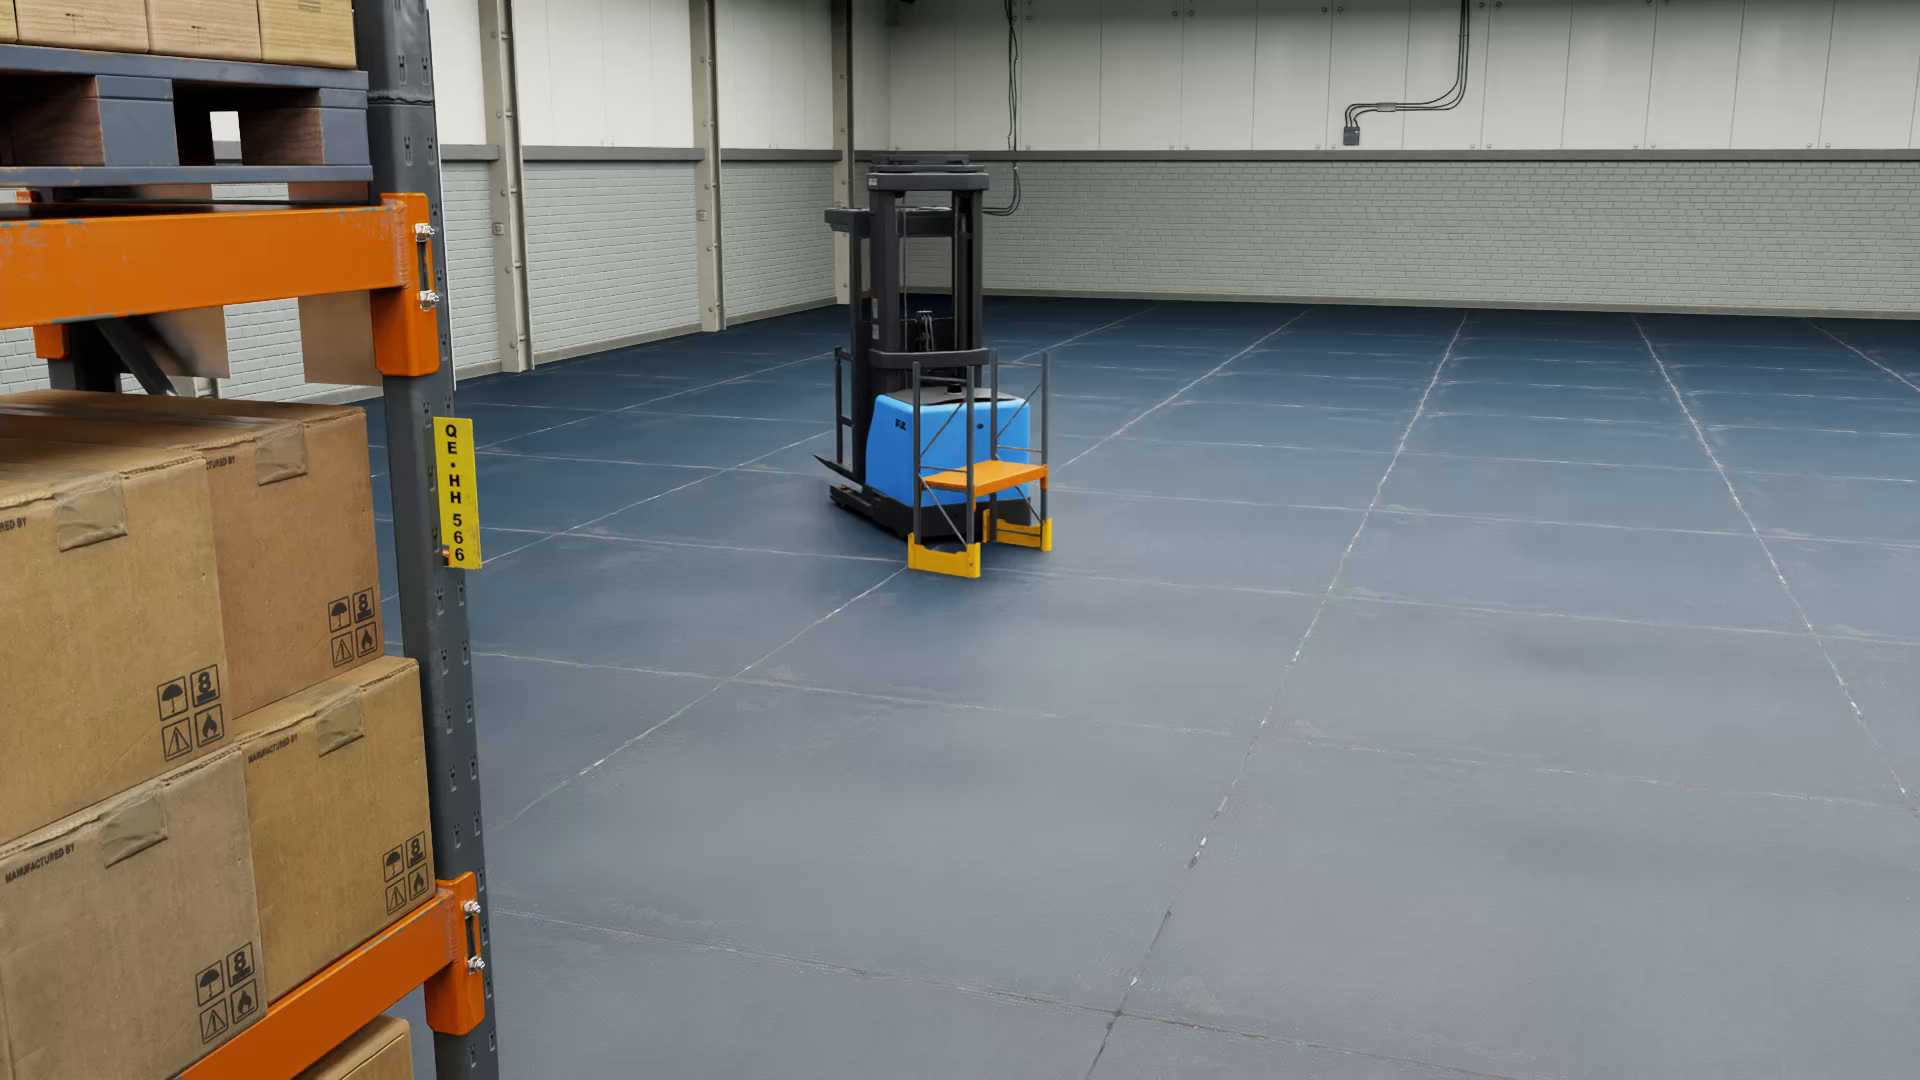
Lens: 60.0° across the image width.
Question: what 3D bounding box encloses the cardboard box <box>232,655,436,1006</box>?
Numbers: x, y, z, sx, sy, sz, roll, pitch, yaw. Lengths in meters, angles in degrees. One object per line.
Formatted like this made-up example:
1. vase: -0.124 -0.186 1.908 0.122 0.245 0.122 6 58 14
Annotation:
1. cardboard box: -1.660 0.548 3.511 0.875 0.550 0.550 4 14 18

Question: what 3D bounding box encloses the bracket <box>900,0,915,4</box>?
1. bracket: -1.132 -11.628 35.620 0.235 0.232 0.430 4 14 18

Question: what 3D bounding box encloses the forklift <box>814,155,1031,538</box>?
1. forklift: -0.471 -1.726 13.963 1.130 2.935 3.031 -5 14 -22

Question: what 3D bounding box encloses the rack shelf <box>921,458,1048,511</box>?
1. rack shelf: 0.165 -0.416 12.248 0.538 0.185 1.000 8 15 33

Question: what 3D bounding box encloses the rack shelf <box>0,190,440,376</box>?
1. rack shelf: -2.230 -0.151 1.785 1.077 0.370 4.000 4 14 18

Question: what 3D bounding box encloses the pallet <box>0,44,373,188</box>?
1. pallet: -1.813 -0.723 2.872 1.003 0.211 1.213 4 14 18

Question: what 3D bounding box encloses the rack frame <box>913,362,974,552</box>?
1. rack frame: -0.118 -0.497 11.797 0.500 1.500 0.032 8 15 33

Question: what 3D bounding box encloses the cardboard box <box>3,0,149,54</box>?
1. cardboard box: -1.534 -0.853 2.637 0.380 0.149 0.250 5 14 19

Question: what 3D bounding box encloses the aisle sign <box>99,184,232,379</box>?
1. aisle sign: -1.844 -0.765 3.755 0.394 0.787 0.004 4 14 18

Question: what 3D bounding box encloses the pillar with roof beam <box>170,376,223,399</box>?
1. pillar with roof beam: -4.119 -5.212 15.601 9.100 9.000 0.400 4 14 18

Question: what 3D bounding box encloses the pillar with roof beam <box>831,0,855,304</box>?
1. pillar with roof beam: 1.705 -9.002 32.206 9.100 9.000 0.548 4 14 18

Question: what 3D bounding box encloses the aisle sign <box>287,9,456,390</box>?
1. aisle sign: -1.276 -0.721 3.565 0.394 0.787 0.004 4 14 18

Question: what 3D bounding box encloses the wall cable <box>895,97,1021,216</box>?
1. wall cable: -0.164 -8.323 36.210 3.097 2.526 0.112 4 14 18

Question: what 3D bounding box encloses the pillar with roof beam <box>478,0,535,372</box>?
1. pillar with roof beam: -2.178 -6.475 21.136 9.100 9.000 0.400 4 14 18

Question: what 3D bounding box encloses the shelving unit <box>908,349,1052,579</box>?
1. shelving unit: 0.160 -0.590 12.201 0.587 1.500 1.083 8 15 33

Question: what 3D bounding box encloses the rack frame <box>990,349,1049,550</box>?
1. rack frame: 0.448 -0.685 12.620 0.500 1.500 0.032 8 15 33

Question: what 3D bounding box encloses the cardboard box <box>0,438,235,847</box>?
1. cardboard box: -1.830 0.138 2.881 0.875 0.550 0.550 4 14 18

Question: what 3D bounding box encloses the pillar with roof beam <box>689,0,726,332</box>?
1. pillar with roof beam: -0.236 -7.739 26.671 9.100 9.000 0.400 4 14 18

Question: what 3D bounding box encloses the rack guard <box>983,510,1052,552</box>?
1. rack guard: 0.437 -0.072 12.743 0.587 0.250 0.087 8 15 33

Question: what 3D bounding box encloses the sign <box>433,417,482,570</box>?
1. sign: -1.074 -0.099 3.545 0.100 0.325 0.005 4 14 18

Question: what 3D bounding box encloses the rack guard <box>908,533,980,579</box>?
1. rack guard: -0.118 0.112 11.937 0.587 0.250 0.087 8 15 33

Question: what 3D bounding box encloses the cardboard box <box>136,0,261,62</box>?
1. cardboard box: -1.452 -0.907 2.874 0.380 0.149 0.250 4 14 19

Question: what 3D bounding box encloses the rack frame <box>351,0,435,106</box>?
1. rack frame: -1.583 -2.385 3.216 1.000 3.000 0.127 4 14 18

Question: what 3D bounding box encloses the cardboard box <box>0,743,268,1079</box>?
1. cardboard box: -1.817 0.665 2.996 0.875 0.550 0.550 4 14 18

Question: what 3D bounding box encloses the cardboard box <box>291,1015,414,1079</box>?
1. cardboard box: -1.740 1.518 3.427 0.875 0.875 0.875 4 14 19

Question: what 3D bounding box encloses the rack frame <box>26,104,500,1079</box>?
1. rack frame: -1.583 0.539 3.884 1.000 3.000 0.127 4 14 18

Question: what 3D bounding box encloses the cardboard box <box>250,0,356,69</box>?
1. cardboard box: -1.370 -0.960 3.107 0.380 0.149 0.250 4 14 18

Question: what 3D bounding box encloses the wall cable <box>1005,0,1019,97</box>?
1. wall cable: 2.396 -10.591 34.794 3.097 2.526 0.112 4 14 18

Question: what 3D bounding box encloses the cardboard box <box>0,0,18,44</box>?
1. cardboard box: -1.617 -0.799 2.404 0.380 0.149 0.250 4 14 19

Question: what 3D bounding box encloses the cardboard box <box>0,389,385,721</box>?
1. cardboard box: -1.739 0.015 3.417 0.875 0.550 0.550 4 14 18

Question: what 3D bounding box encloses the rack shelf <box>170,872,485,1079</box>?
1. rack shelf: -2.230 1.311 2.119 1.077 0.370 4.000 4 14 18

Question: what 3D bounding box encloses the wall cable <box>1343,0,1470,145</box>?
1. wall cable: 8.814 -10.808 32.476 2.305 6.003 0.169 4 14 18
